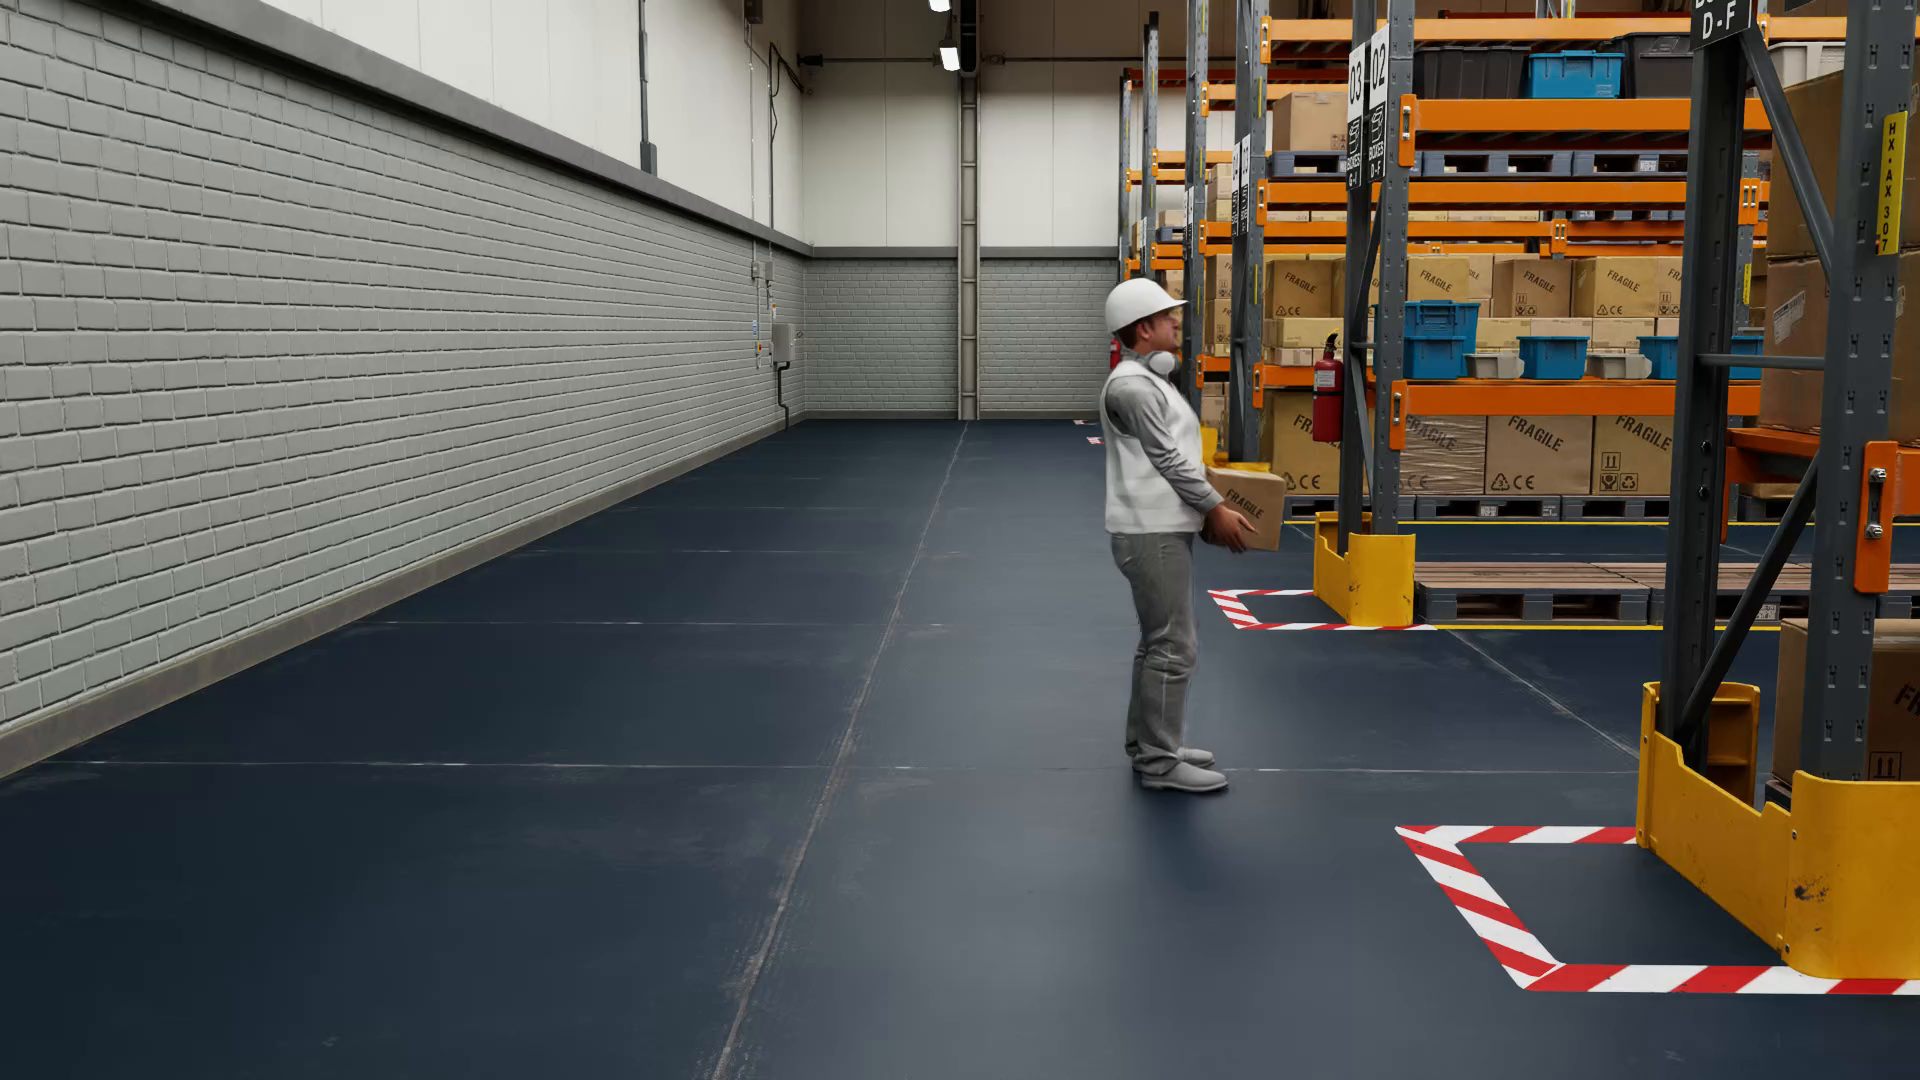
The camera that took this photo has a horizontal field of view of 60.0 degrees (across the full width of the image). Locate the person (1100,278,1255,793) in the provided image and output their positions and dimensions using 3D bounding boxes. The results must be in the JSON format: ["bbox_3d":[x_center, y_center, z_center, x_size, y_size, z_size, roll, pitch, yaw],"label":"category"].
[{"bbox_3d":[0.774,-0.027,5.865,0.545,1.775,0.501,2,7,13],"label":"person"}]
